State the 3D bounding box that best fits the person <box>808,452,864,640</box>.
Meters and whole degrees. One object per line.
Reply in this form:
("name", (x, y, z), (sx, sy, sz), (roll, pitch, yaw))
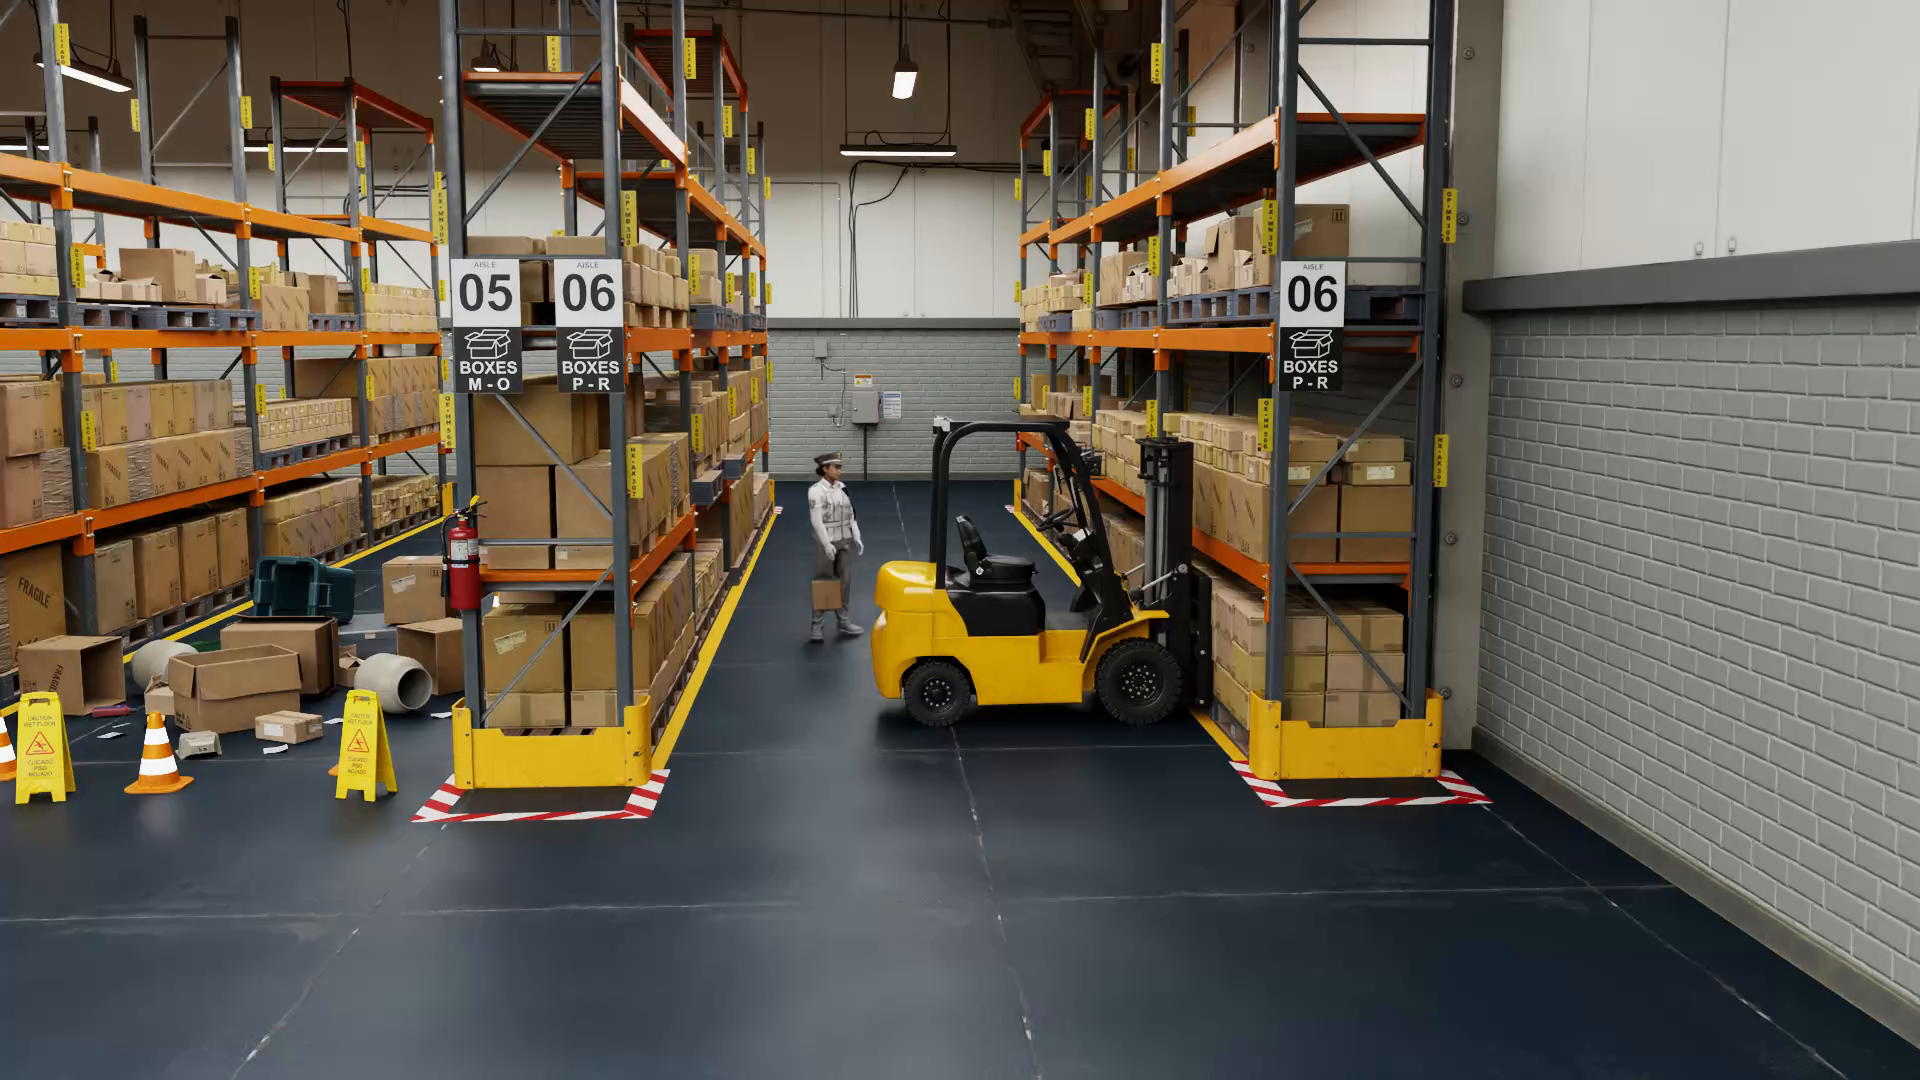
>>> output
("person", (-1.155, 0.039, 15.165), (0.375, 1.693, 0.571), (6, 9, 40))
